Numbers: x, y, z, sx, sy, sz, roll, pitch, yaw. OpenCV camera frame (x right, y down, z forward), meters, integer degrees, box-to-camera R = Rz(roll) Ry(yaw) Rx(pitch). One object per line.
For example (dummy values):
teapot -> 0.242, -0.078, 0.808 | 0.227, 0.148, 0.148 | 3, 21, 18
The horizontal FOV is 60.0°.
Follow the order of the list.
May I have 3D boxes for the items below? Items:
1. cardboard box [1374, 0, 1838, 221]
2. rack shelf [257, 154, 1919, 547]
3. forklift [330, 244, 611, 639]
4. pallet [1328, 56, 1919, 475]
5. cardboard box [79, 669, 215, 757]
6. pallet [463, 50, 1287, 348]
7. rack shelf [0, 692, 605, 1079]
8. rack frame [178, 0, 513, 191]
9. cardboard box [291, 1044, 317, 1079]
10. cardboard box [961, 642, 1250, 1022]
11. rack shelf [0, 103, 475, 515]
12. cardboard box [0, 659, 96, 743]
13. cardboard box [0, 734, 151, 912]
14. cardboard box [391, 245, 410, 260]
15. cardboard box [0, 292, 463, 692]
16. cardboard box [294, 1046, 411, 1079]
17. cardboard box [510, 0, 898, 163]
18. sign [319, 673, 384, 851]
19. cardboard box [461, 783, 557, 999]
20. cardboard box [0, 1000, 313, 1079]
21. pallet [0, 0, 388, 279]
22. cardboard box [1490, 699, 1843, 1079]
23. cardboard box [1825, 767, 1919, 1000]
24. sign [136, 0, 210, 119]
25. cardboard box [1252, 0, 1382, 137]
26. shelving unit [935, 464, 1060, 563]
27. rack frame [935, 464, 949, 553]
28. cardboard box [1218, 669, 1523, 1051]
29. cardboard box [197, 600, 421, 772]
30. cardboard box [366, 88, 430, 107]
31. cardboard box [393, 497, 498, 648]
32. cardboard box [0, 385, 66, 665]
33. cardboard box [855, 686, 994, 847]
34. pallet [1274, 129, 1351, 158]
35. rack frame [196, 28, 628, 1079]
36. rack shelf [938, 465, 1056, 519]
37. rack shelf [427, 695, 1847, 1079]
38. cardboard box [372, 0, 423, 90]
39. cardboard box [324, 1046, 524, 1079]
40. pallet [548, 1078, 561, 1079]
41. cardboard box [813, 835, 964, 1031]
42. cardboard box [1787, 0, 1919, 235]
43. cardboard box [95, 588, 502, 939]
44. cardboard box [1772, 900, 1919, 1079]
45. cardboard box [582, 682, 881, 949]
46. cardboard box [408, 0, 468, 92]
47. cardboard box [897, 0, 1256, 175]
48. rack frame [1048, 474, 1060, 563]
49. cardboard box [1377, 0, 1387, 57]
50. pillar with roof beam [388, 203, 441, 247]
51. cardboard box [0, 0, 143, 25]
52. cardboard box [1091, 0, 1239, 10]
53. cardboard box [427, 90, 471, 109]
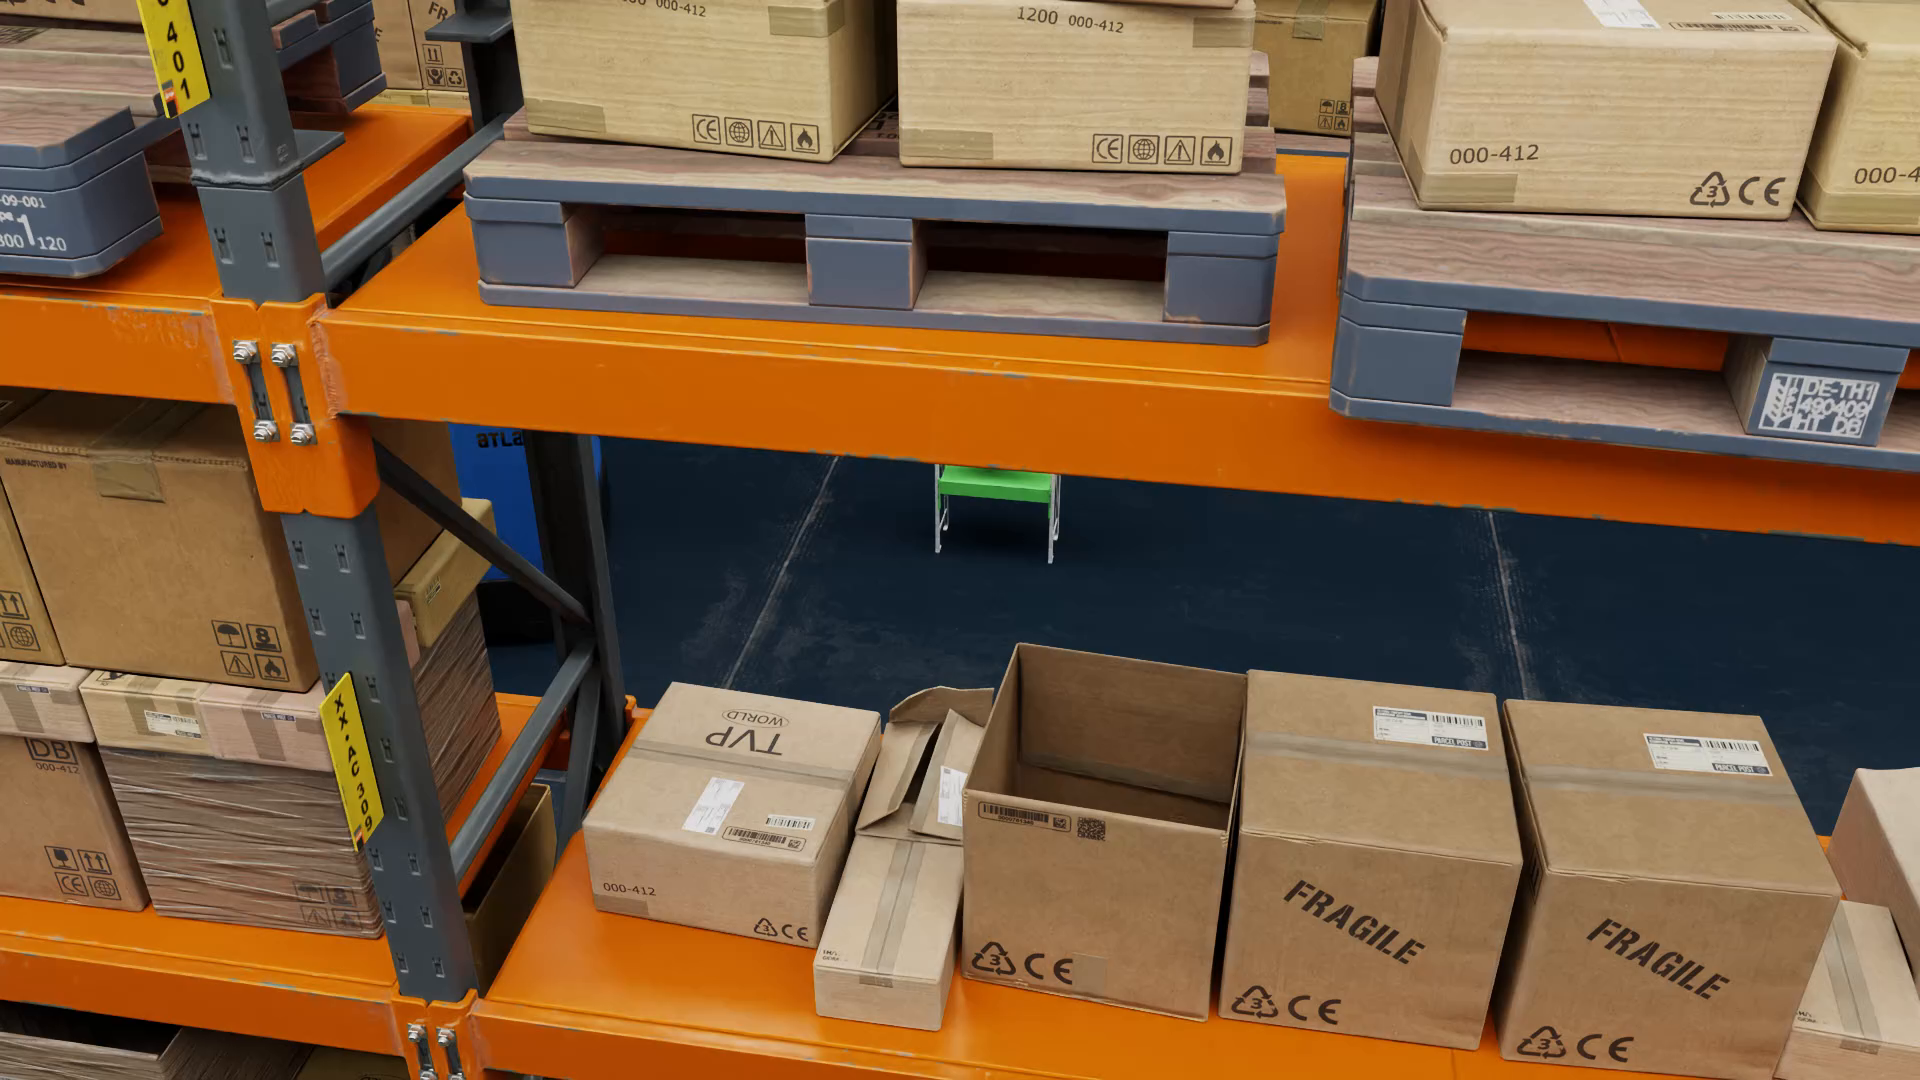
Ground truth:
cardboard box -> 0.905, -0.682, 2.431 | 0.500, 0.250, 0.500 | 3, 32, 4
rack shelf -> 1.002, -0.287, 2.732 | 4.000, 0.370, 1.077 | 5, 32, 8
forklift -> -3.000, -1.023, 6.121 | 3.031, 2.935, 1.130 | -4, 32, -6
pallet -> 1.186, -0.445, 2.485 | 1.213, 0.211, 1.003 | 7, 33, 10
cardboard box -> -1.517, 0.249, 3.320 | 0.250, 0.149, 0.380 | 5, 32, 7
pallet -> -0.098, -0.617, 2.762 | 1.217, 0.209, 0.805 | 4, 32, 6
rack shelf -> -2.941, 0.628, 4.098 | 4.000, 0.370, 1.077 | 5, 32, 8
rack frame -> -0.970, -2.042, 2.030 | 0.127, 3.000, 1.000 | 5, 32, 8
cardboard box -> -1.955, 1.512, 4.203 | 0.500, 0.250, 0.500 | 5, 32, 8
cardboard box -> 0.304, 0.583, 3.397 | 0.500, 0.500, 0.500 | 7, 33, 12
rack shelf -> -2.941, -0.644, 3.302 | 4.000, 0.370, 1.077 | 5, 32, 8
cardboard box -> -1.776, 0.226, 3.355 | 0.250, 0.149, 0.380 | 4, 32, 7
cardboard box -> -1.929, 0.379, 3.723 | 0.500, 0.500, 0.700 | 5, 32, 8
cardboard box -> -2.854, -1.334, 8.674 | 0.500, 0.311, 0.500 | 8, 33, 12
cardboard box -> -1.408, -0.127, 3.309 | 0.500, 0.500, 0.700 | 5, 32, 8
cardboard box -> -1.464, 1.562, 4.124 | 0.500, 0.250, 0.500 | 5, 32, 8
cardboard box -> -0.364, -0.825, 2.659 | 0.500, 0.250, 0.500 | 8, 33, 13
sign -> -1.062, 0.391, 2.907 | 0.005, 0.325, 0.100 | 5, 32, 8
cardboard box -> -1.374, 0.966, 4.369 | 0.500, 0.500, 0.500 | 5, 32, 8
cardboard box -> -1.955, 1.193, 4.006 | 0.500, 0.500, 0.500 | 5, 32, 8
pallet -> -1.815, -0.795, 2.950 | 1.213, 0.211, 1.003 | 5, 32, 8
cardboard box -> 1.316, 0.675, 3.251 | 0.500, 0.500, 0.500 | 3, 32, 6
cardboard box -> 2.124, 0.715, 3.365 | 0.500, 0.311, 0.500 | 5, 32, 8
sign -> -1.062, -0.733, 2.204 | 0.005, 0.325, 0.100 | 5, 32, 8
cardboard box -> 1.560, -2.159, 7.364 | 0.500, 0.500, 0.700 | 10, 33, 15
shelving unit -> 0.163, -0.494, 6.908 | 0.503, 1.200, 0.258 | 5, 32, 8
rack frame -> -0.077, -0.516, 6.943 | 0.015, 1.200, 0.240 | 5, 32, 8
cardboard box -> 0.797, 0.628, 3.326 | 0.500, 0.500, 0.500 | 5, 32, 8
cardboard box -> -1.274, 0.272, 3.283 | 0.250, 0.149, 0.380 | 5, 32, 8
cardboard box -> -2.640, -2.095, 7.892 | 0.500, 0.250, 0.500 | 5, 32, 7
cardboard box -> -1.202, 0.059, 3.624 | 0.250, 0.149, 0.380 | 5, 32, 8
cardboard box -> -1.907, -0.172, 3.380 | 0.500, 0.500, 0.700 | 5, 32, 8
cardboard box -> -0.072, 0.541, 3.686 | 0.258, 0.266, 0.396 | 4, 32, 7
pallet -> 1.845, -1.807, 7.490 | 1.213, 0.211, 1.003 | 5, 32, 8
rack frame -> -0.970, 0.501, 3.622 | 0.127, 3.000, 1.000 | 5, 32, 8
rack shelf -> 0.163, -0.236, 7.069 | 0.480, 0.148, 0.258 | 5, 32, 8
rack shelf -> 1.002, 0.985, 3.528 | 4.000, 0.370, 1.077 | 5, 32, 8
cardboard box -> -2.669, -2.411, 7.691 | 0.500, 0.500, 0.500 | 4, 32, 7
cardboard box -> -1.376, 1.289, 4.560 | 0.500, 0.250, 0.500 | 5, 32, 8
pallet -> -1.747, 1.590, 4.510 | 1.213, 0.211, 1.003 | 5, 32, 8
cardboard box -> -0.131, 0.794, 3.392 | 0.250, 0.149, 0.380 | 5, 32, 8
cardboard box -> 1.435, -0.633, 2.353 | 0.500, 0.250, 0.500 | 5, 32, 7
cardboard box -> -1.408, 0.422, 3.654 | 0.500, 0.500, 0.700 | 4, 32, 7
cardboard box -> 1.707, 0.880, 3.253 | 0.250, 0.149, 0.380 | 8, 33, 12
cardboard box -> -0.477, 0.586, 3.628 | 0.500, 0.250, 0.500 | 7, 33, 11
cardboard box -> -2.159, -2.371, 7.627 | 0.500, 0.500, 0.500 | 6, 33, 10
cardboard box -> 0.178, -0.777, 2.583 | 0.500, 0.250, 0.500 | 2, 32, 3
rack frame -> 0.404, -0.472, 6.873 | 0.015, 1.200, 0.240 | 5, 32, 8
cardboard box -> 2.106, -2.098, 7.266 | 0.500, 0.500, 0.700 | 5, 32, 8
pillar with roof beam -> -3.972, -3.128, 3.766 | 0.400, 9.000, 9.100 | 5, 32, 8
cardboard box -> -1.422, -1.233, 2.943 | 0.500, 0.500, 0.500 | 8, 33, 12
cardboard box -> 0.197, -1.088, 2.373 | 0.500, 0.500, 0.500 | 8, 33, 13
cardboard box -> -2.142, -2.049, 7.818 | 0.500, 0.250, 0.500 | 5, 32, 9
